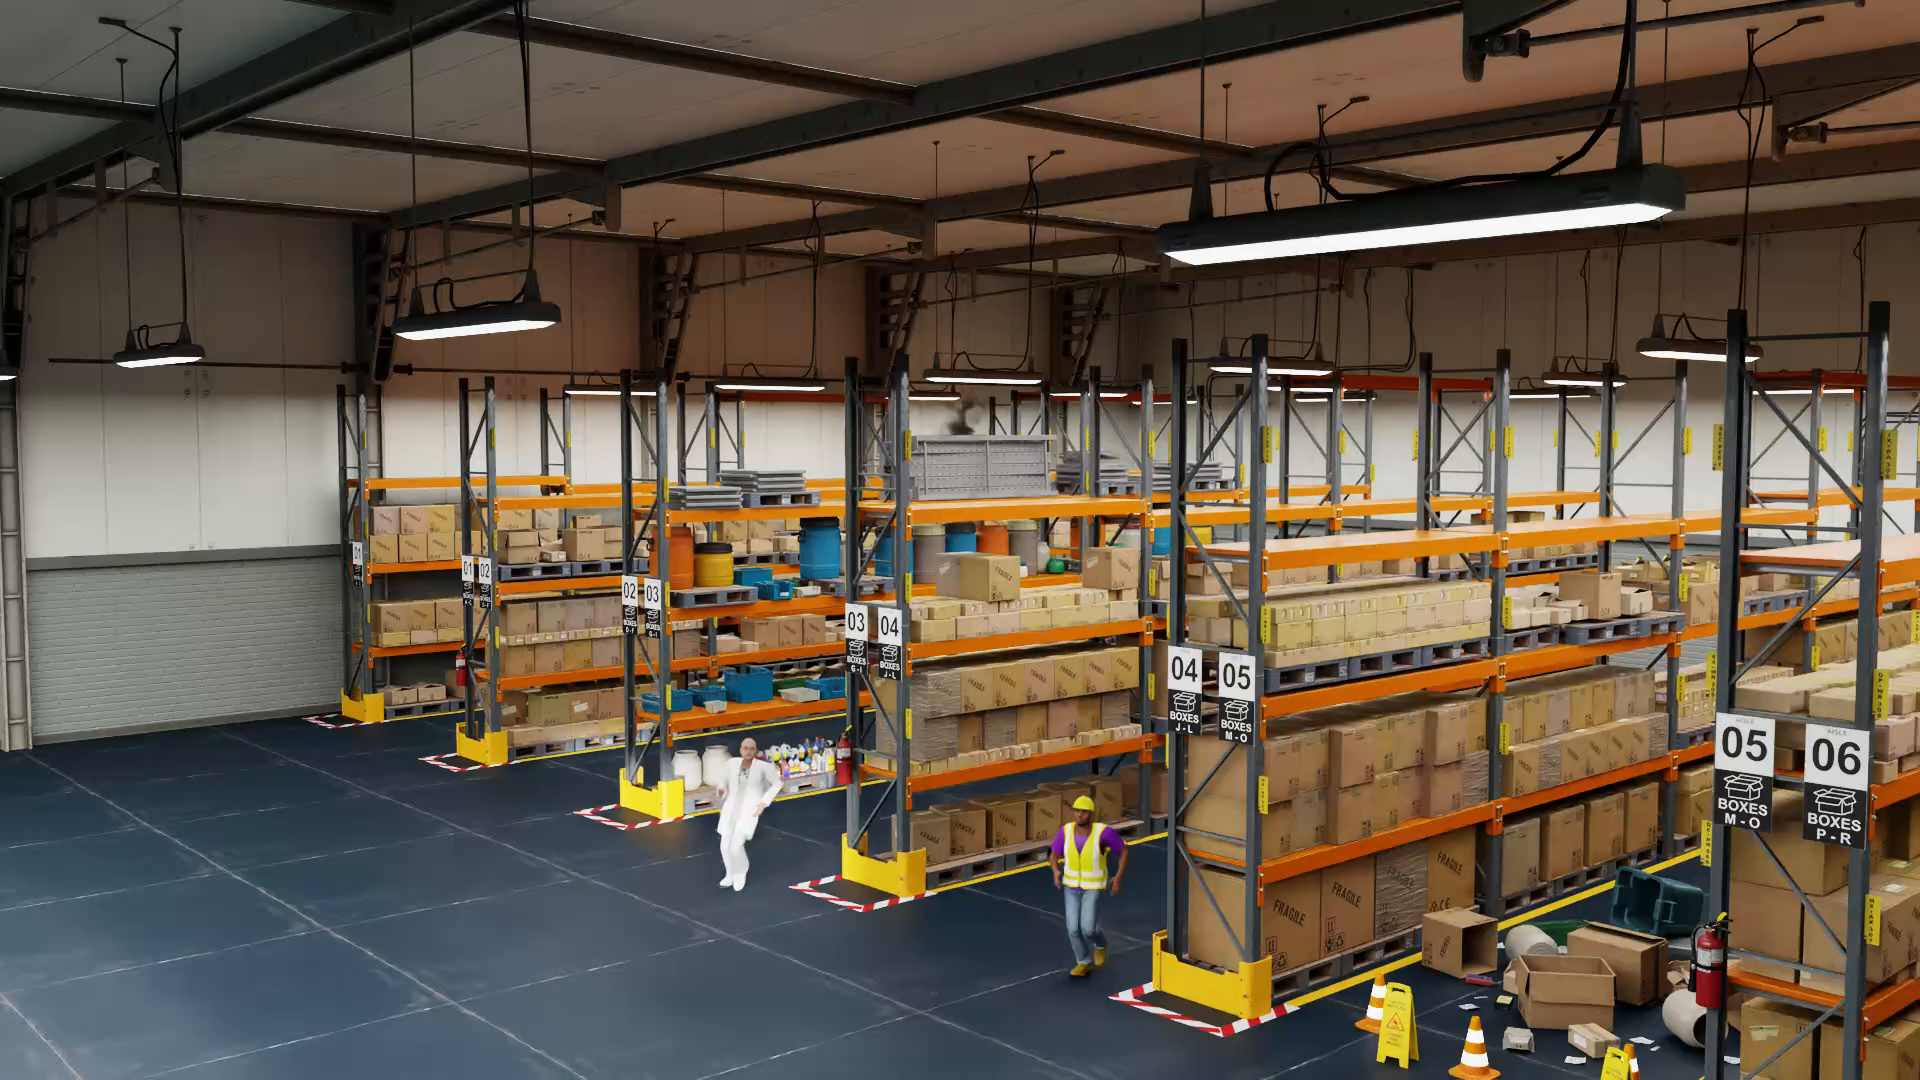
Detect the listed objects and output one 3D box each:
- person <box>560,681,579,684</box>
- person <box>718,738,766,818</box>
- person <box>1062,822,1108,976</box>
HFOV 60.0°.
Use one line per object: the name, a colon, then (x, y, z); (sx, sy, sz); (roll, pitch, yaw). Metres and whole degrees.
person: (-6.698, 2.359, 28.856); (0.546, 1.550, 0.811); (3, 5, 41)
person: (-2.432, 2.674, 18.592); (0.675, 0.906, 0.625); (1, 4, 18)
person: (1.179, 3.372, 15.741); (0.434, 1.405, 0.534); (1, 4, 22)
